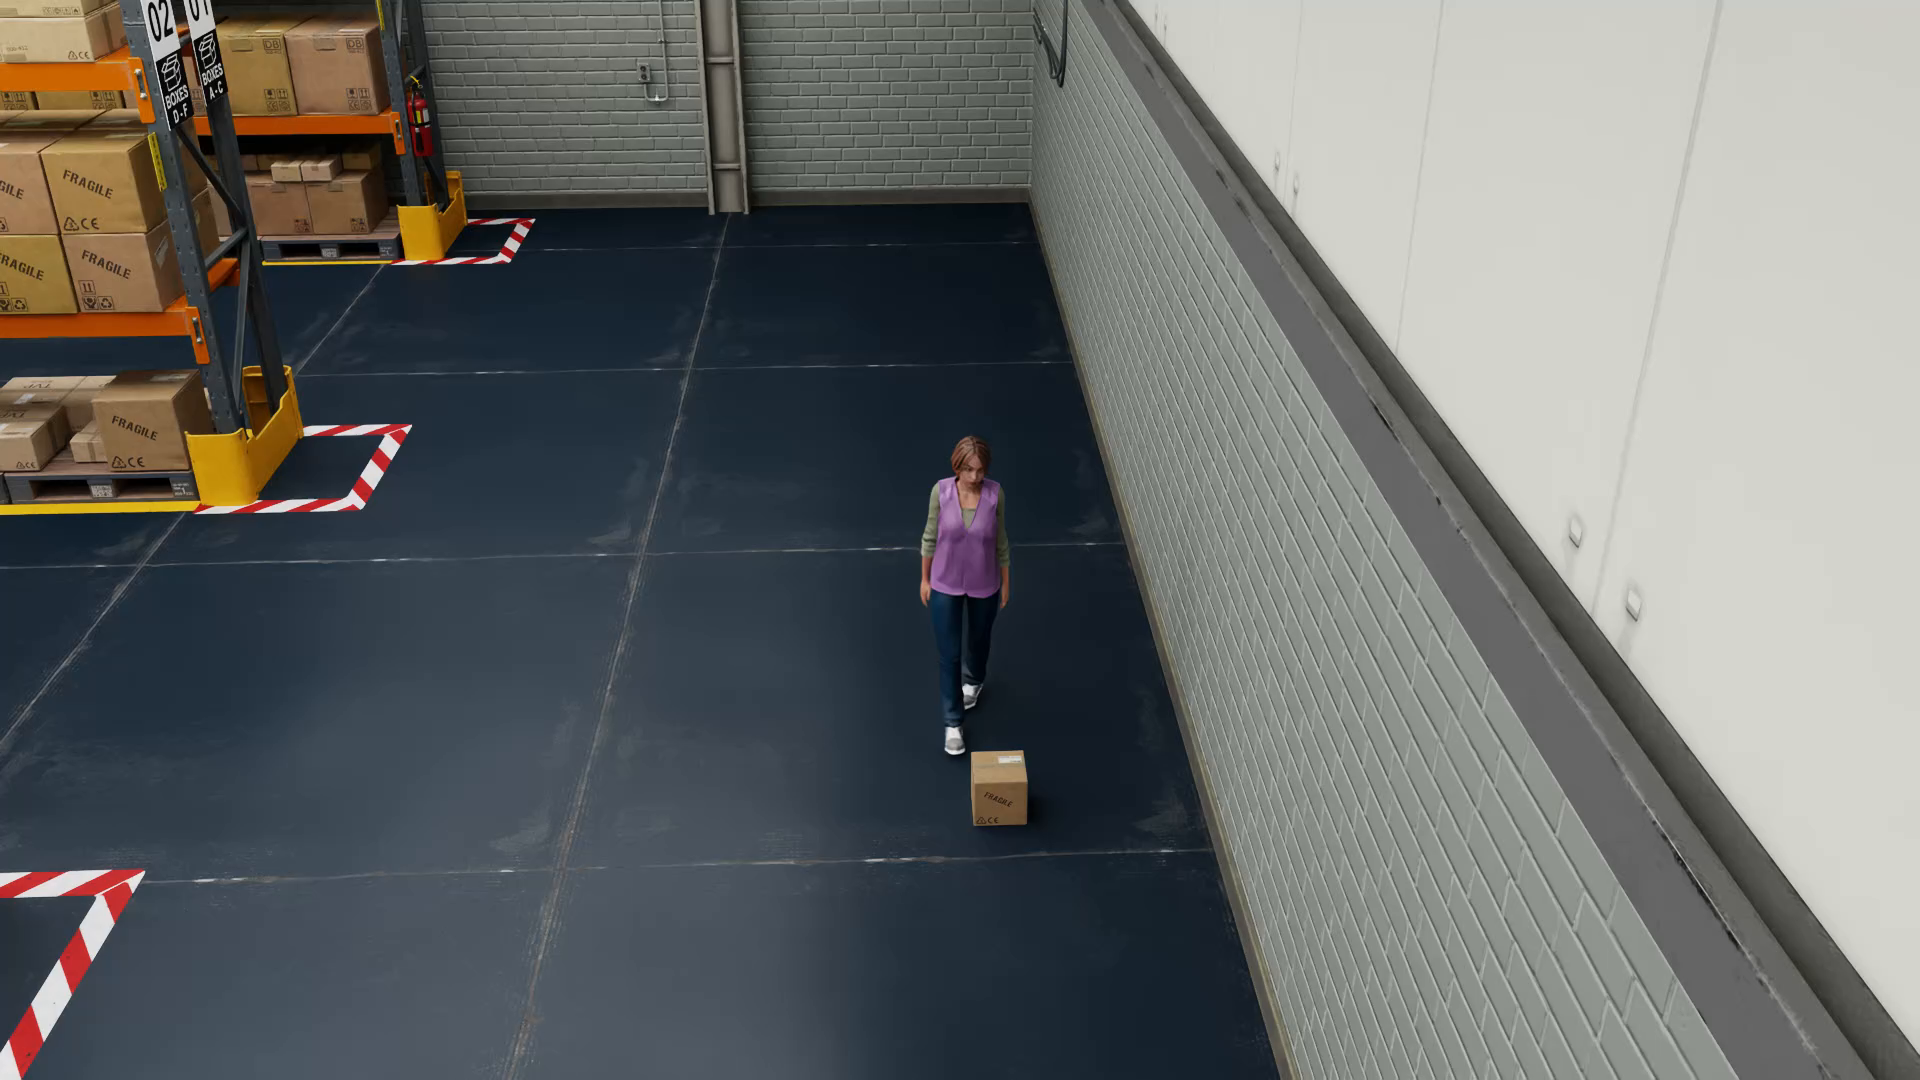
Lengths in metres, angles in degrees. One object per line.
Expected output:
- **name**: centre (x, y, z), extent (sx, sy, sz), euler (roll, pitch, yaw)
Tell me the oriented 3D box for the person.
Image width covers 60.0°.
- **person**: centre (0.028, 0.238, 8.175), extent (0.444, 1.580, 0.679), euler (-1, 28, -2)
